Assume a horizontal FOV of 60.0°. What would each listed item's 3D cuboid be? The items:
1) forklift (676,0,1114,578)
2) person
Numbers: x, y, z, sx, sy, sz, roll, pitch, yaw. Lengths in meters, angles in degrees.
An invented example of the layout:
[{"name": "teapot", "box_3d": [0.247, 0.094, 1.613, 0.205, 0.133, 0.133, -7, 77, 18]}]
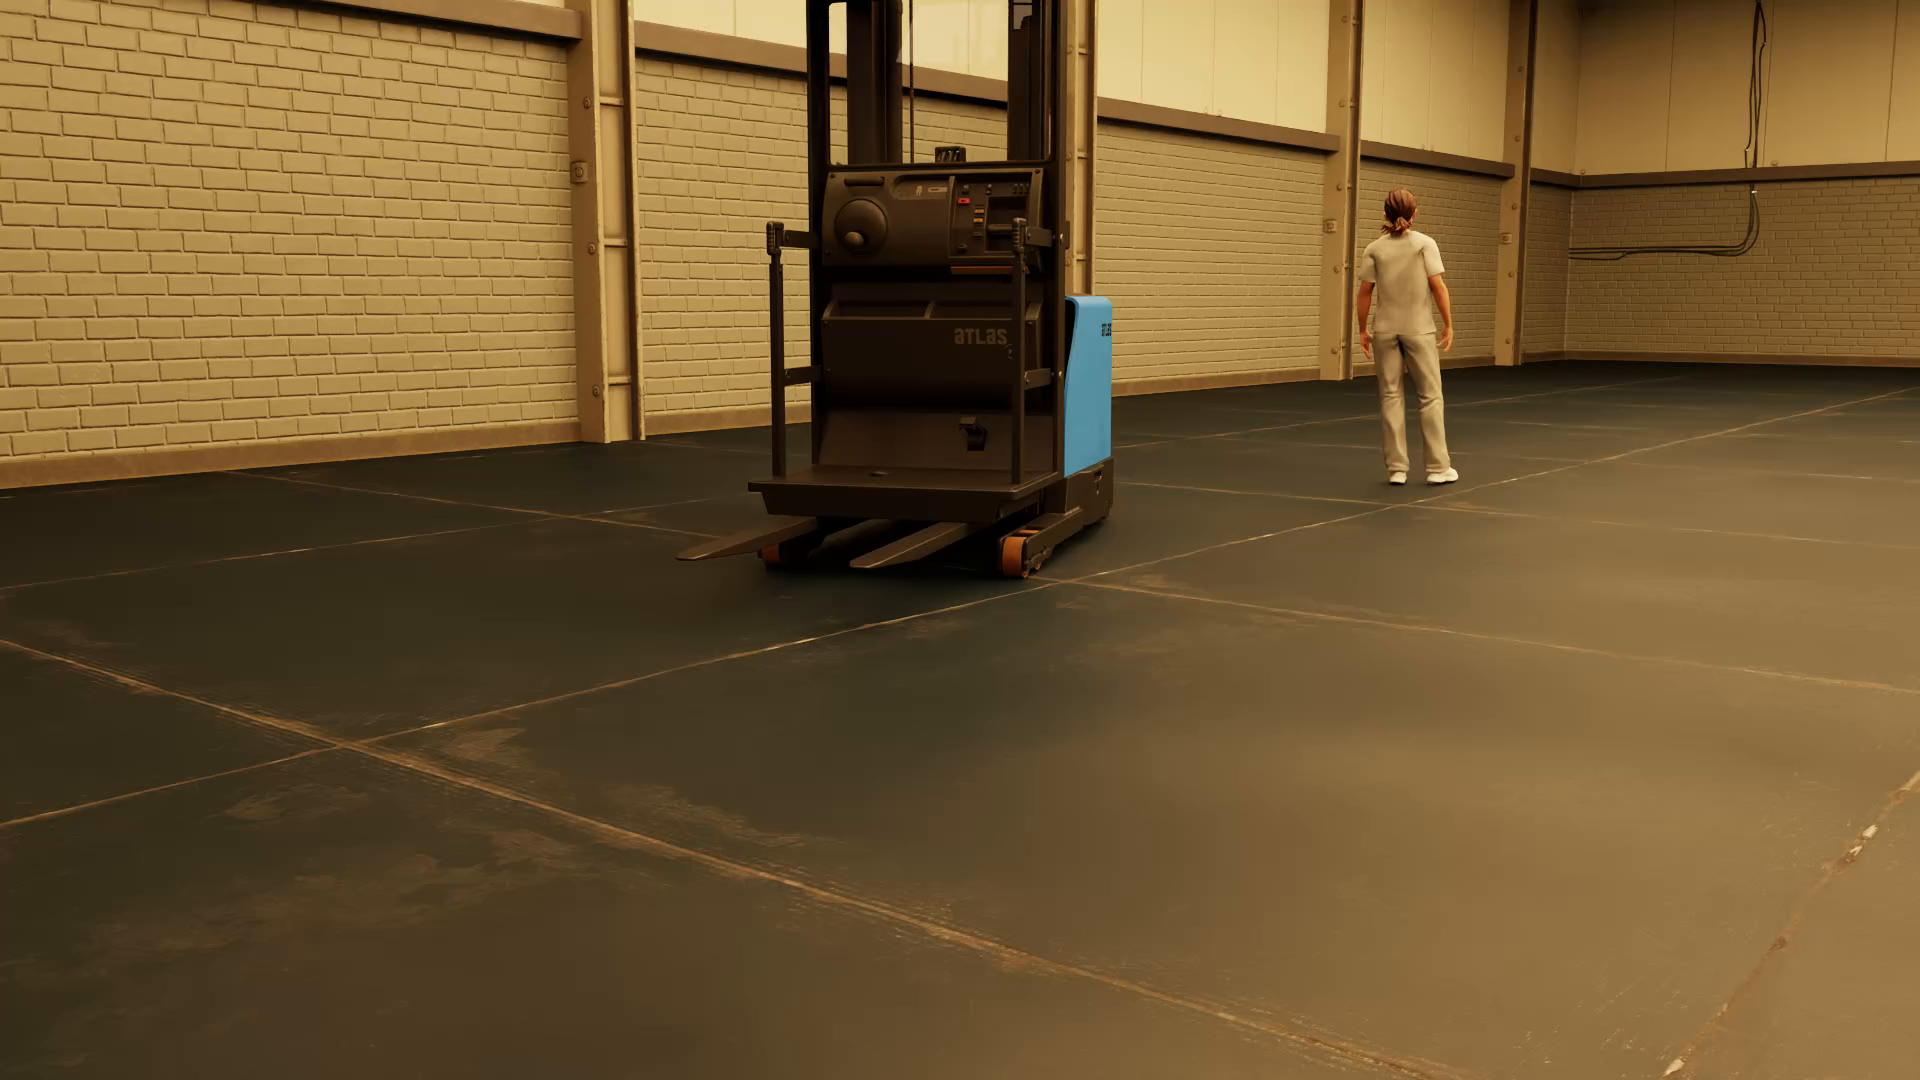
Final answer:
[{"name": "forklift", "box_3d": [-0.176, -1.366, 6.616, 1.130, 2.935, 3.031, 3, 9, 17]}, {"name": "person", "box_3d": [2.566, -1.166, 9.532, 0.550, 1.673, 0.548, 4, 9, 27]}]
